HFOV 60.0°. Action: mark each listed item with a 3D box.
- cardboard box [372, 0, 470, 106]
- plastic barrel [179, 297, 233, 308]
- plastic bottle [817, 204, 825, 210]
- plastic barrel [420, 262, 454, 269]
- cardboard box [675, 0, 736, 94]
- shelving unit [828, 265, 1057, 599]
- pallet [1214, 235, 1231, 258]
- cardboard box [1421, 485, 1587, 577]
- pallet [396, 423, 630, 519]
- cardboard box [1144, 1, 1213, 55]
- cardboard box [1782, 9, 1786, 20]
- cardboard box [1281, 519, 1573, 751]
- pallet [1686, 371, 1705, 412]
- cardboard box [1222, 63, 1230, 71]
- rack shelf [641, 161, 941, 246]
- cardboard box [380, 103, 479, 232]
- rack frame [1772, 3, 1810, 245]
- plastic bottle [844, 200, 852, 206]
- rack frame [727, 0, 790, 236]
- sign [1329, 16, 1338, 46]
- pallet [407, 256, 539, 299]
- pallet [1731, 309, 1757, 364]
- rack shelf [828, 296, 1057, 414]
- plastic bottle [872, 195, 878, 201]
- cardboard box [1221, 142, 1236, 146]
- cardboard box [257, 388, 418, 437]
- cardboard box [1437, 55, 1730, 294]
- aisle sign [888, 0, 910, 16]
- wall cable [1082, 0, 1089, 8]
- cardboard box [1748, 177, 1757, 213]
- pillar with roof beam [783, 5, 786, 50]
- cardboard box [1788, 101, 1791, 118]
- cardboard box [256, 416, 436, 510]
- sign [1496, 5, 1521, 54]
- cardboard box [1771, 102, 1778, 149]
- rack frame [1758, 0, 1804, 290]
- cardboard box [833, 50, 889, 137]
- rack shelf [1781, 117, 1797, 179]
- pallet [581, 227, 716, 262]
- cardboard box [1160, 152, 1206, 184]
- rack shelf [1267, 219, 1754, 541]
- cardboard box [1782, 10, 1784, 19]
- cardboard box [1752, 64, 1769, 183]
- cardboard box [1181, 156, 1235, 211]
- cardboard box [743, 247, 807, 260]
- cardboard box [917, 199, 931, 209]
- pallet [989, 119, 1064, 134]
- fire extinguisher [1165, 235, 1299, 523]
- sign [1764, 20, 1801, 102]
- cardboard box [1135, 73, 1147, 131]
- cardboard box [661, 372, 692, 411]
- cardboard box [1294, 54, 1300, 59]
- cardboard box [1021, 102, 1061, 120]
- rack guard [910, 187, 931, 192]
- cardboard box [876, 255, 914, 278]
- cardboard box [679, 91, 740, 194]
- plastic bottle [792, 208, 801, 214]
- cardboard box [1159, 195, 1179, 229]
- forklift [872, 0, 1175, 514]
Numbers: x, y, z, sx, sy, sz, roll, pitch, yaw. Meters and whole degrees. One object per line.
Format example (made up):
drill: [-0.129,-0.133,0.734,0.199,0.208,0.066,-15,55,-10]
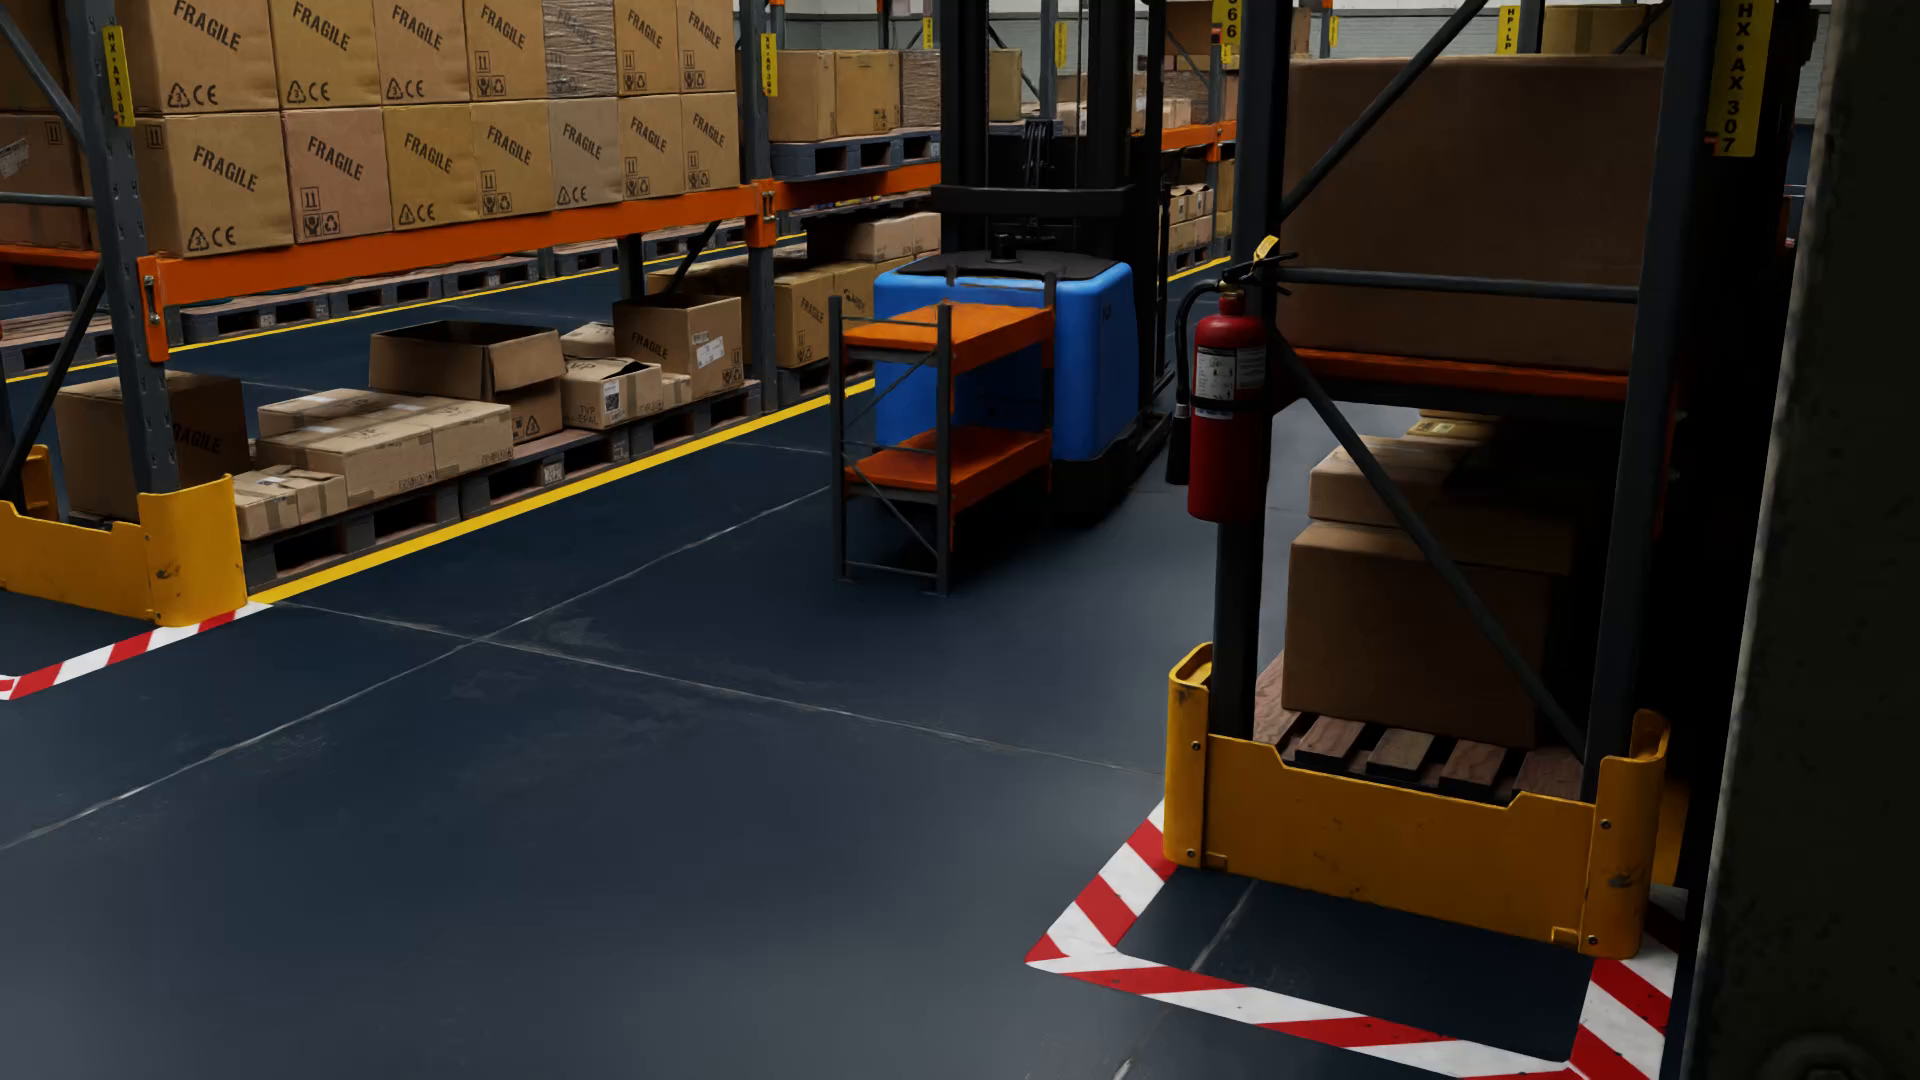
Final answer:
cardboard box: [-2.425,-2.078,6.931,0.500,0.500,0.500,8,18,26]
plastic barrel: [-5.698,-2.192,12.195,0.600,0.901,0.708,8,18,25]
plastic bottle: [-1.650,-3.992,19.186,0.144,0.351,0.185,9,19,27]
plastic barrel: [-4.545,-2.606,14.272,0.421,0.512,0.421,0,17,0]
cardboard box: [-1.521,-2.595,8.670,0.500,0.500,0.500,8,18,26]
shelving unit: [-0.049,-0.481,6.770,0.538,1.125,1.048,8,18,24]
pallet: [2.440,-3.128,17.293,1.003,0.211,1.213,8,18,25]
cardboard box: [1.465,-0.029,4.476,0.380,0.149,0.250,8,18,26]
pallet: [-2.379,-0.406,8.130,1.003,0.211,1.213,8,18,25]
cardboard box: [2.240,-5.051,16.416,0.700,0.500,0.500,8,18,26]
cardboard box: [4.029,-2.639,8.699,0.500,0.250,0.500,8,18,24]
cardboard box: [1.342,0.225,4.762,0.700,0.500,0.500,8,18,25]
pallet: [3.728,-0.782,9.394,1.003,0.211,1.213,8,18,25]
cardboard box: [2.453,-4.734,16.488,0.380,0.149,0.250,8,18,26]
rack shelf: [-0.633,-2.394,11.189,1.077,0.370,4.000,8,18,25]
cardboard box: [-2.428,-1.598,7.068,0.500,0.500,0.500,8,18,25]
rack frame: [8.268,-4.657,17.544,1.000,3.000,0.127,8,18,25]
plastic bottle: [-1.376,-4.149,19.712,0.144,0.351,0.185,8,18,25]
rack frame: [-2.382,-4.898,18.357,1.000,3.000,0.127,8,18,25]
sign: [4.314,-5.882,19.219,0.100,0.325,0.005,8,18,25]
pallet: [-4.484,-2.337,14.630,1.003,0.211,1.213,8,18,25]
pallet: [5.044,-1.481,11.750,1.003,0.211,1.213,8,18,25]
rack shelf: [-0.048,-0.761,6.686,0.538,0.278,1.000,8,18,24]
plastic bottle: [-1.059,-4.270,20.241,0.061,0.283,0.133,9,19,27]
cardboard box: [3.175,-4.293,19.093,0.500,0.500,0.500,8,18,25]
cardboard box: [-2.840,-0.511,7.644,0.500,0.250,0.500,8,18,25]
cardboard box: [2.002,-1.236,5.500,0.980,0.700,0.700,7,18,23]
aisle sign: [-0.825,-7.219,21.604,0.394,0.787,0.004,8,18,25]
wall cable: [4.940,-19.894,52.335,2.305,6.003,0.169,8,18,25]
cardboard box: [3.455,-1.603,7.670,0.380,0.149,0.250,8,18,24]
pillar with roof beam: [-2.194,-18.346,53.095,9.100,9.000,0.400,8,18,25]
cardboard box: [8.010,-4.317,16.629,0.500,0.250,0.500,9,19,27]
cardboard box: [-2.594,-0.333,7.043,0.500,0.250,0.500,8,18,25]
sign: [2.416,-2.184,7.323,0.100,0.325,0.005,8,18,25]
cardboard box: [4.256,-2.409,9.243,0.500,0.500,0.500,8,19,26]
rack frame: [6.481,-3.638,14.113,1.000,3.000,0.127,8,18,25]
cardboard box: [-0.865,-2.754,10.225,0.700,0.500,0.500,12,20,34]
rack shelf: [7.375,-3.803,15.931,1.077,0.370,4.000,8,18,25]
pallet: [-3.242,-3.045,17.014,1.003,0.211,1.213,8,18,25]
cardboard box: [2.293,-3.782,17.372,0.500,0.500,0.500,8,18,25]
rack shelf: [2.013,-0.746,5.640,1.077,0.370,4.000,8,18,25]
cardboard box: [3.792,-2.506,8.253,0.500,0.250,0.500,7,18,24]
cardboard box: [3.337,-1.885,7.480,0.500,0.500,0.500,7,18,23]
cardboard box: [2.535,-3.588,16.721,0.500,0.500,0.500,8,18,25]
cardboard box: [-1.110,-1.657,11.061,0.500,0.500,0.500,8,18,26]
cardboard box: [0.031,-2.337,12.036,0.500,0.250,0.500,9,19,27]
pallet: [0.020,-2.975,12.218,1.213,0.211,1.003,8,18,25]
fire extinguisher: [0.639,-0.386,3.955,0.296,0.674,0.183,8,18,25]
sign: [3.403,-1.983,6.882,0.100,0.325,0.005,8,18,25]
cardboard box: [1.454,-3.987,15.114,0.500,0.500,0.500,10,19,29]
cardboard box: [-1.642,-0.789,8.757,0.380,0.149,0.250,8,18,25]
cardboard box: [3.605,-5.391,18.702,0.380,0.149,0.250,8,18,25]
cardboard box: [0.462,-3.293,13.108,0.500,0.311,0.500,9,19,29]
rack guard: [-0.587,-4.694,22.058,1.175,0.500,0.348,8,18,25]
cardboard box: [-0.635,-1.598,10.863,0.500,0.500,0.500,8,18,26]
cardboard box: [-1.521,-2.117,8.819,0.500,0.500,0.500,8,19,26]
plastic bottle: [-1.847,-3.827,18.768,0.097,0.271,0.097,0,17,0]
cardboard box: [1.671,-3.019,15.138,0.500,0.311,0.500,8,18,25]
forklift: [0.509,-1.898,8.375,1.130,2.935,3.031,5,17,16]
